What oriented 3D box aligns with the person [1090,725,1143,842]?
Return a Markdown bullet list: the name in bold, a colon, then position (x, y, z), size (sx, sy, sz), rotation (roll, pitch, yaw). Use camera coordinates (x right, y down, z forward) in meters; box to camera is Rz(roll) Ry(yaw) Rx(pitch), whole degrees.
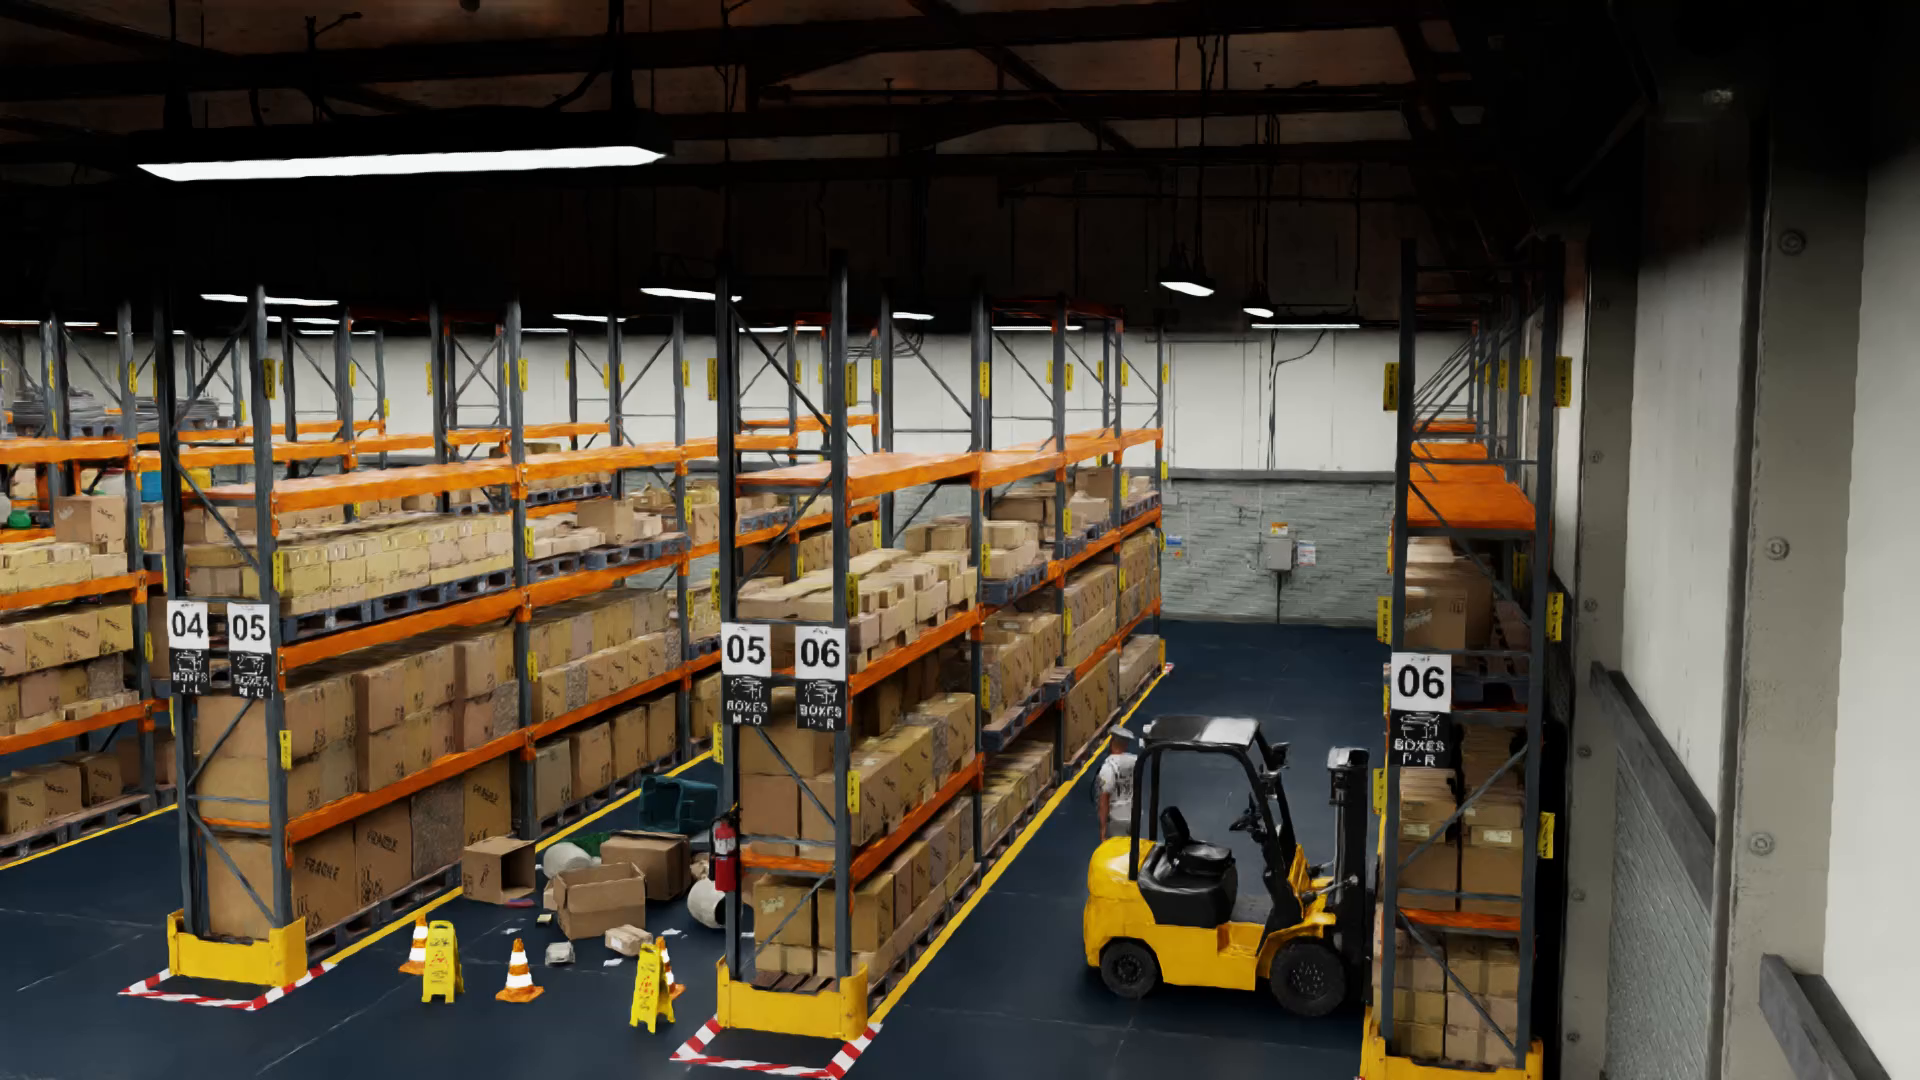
- **person**: position (1.442, 2.625, 15.724), size (0.536, 1.756, 0.631), rotation (5, 8, 40)
